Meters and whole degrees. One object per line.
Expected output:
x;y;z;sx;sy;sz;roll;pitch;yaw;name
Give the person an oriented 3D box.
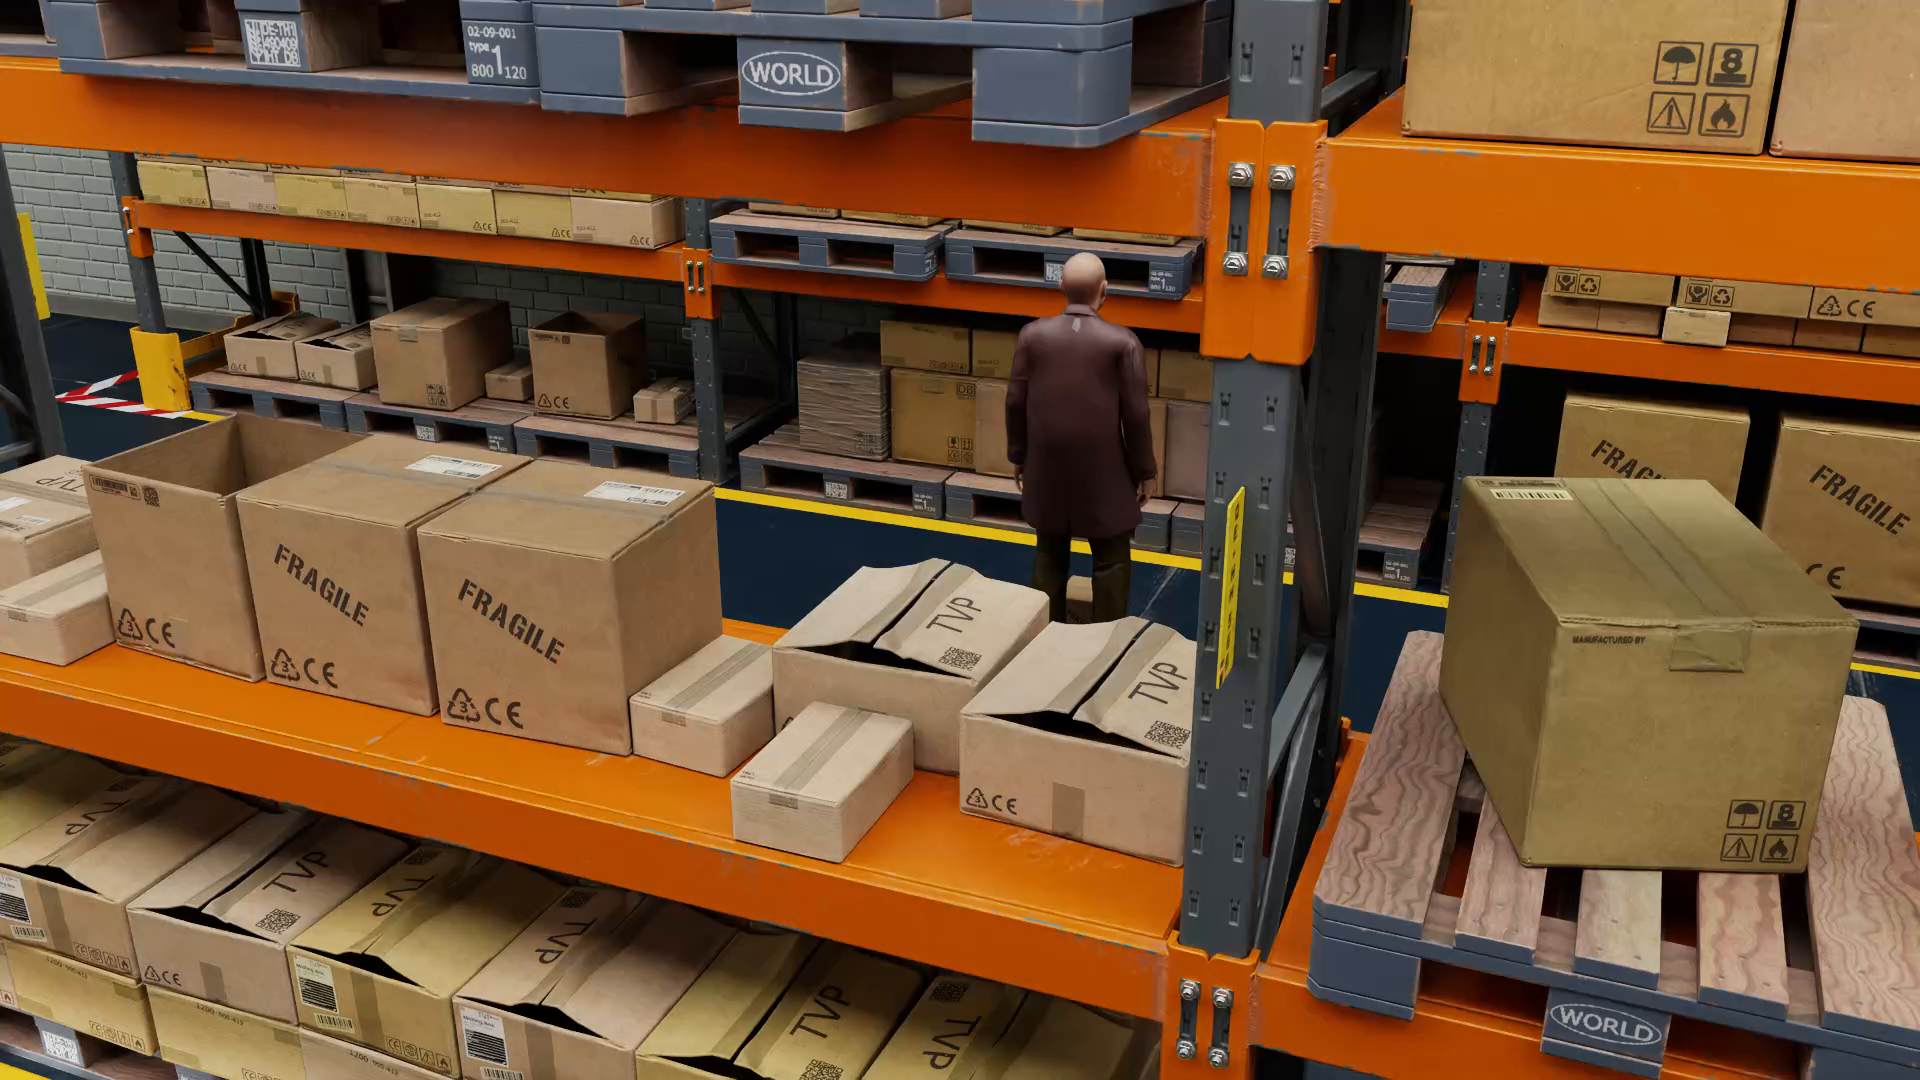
0.493;-0.288;6.820;0.644;1.774;0.426;9;24;21;person
